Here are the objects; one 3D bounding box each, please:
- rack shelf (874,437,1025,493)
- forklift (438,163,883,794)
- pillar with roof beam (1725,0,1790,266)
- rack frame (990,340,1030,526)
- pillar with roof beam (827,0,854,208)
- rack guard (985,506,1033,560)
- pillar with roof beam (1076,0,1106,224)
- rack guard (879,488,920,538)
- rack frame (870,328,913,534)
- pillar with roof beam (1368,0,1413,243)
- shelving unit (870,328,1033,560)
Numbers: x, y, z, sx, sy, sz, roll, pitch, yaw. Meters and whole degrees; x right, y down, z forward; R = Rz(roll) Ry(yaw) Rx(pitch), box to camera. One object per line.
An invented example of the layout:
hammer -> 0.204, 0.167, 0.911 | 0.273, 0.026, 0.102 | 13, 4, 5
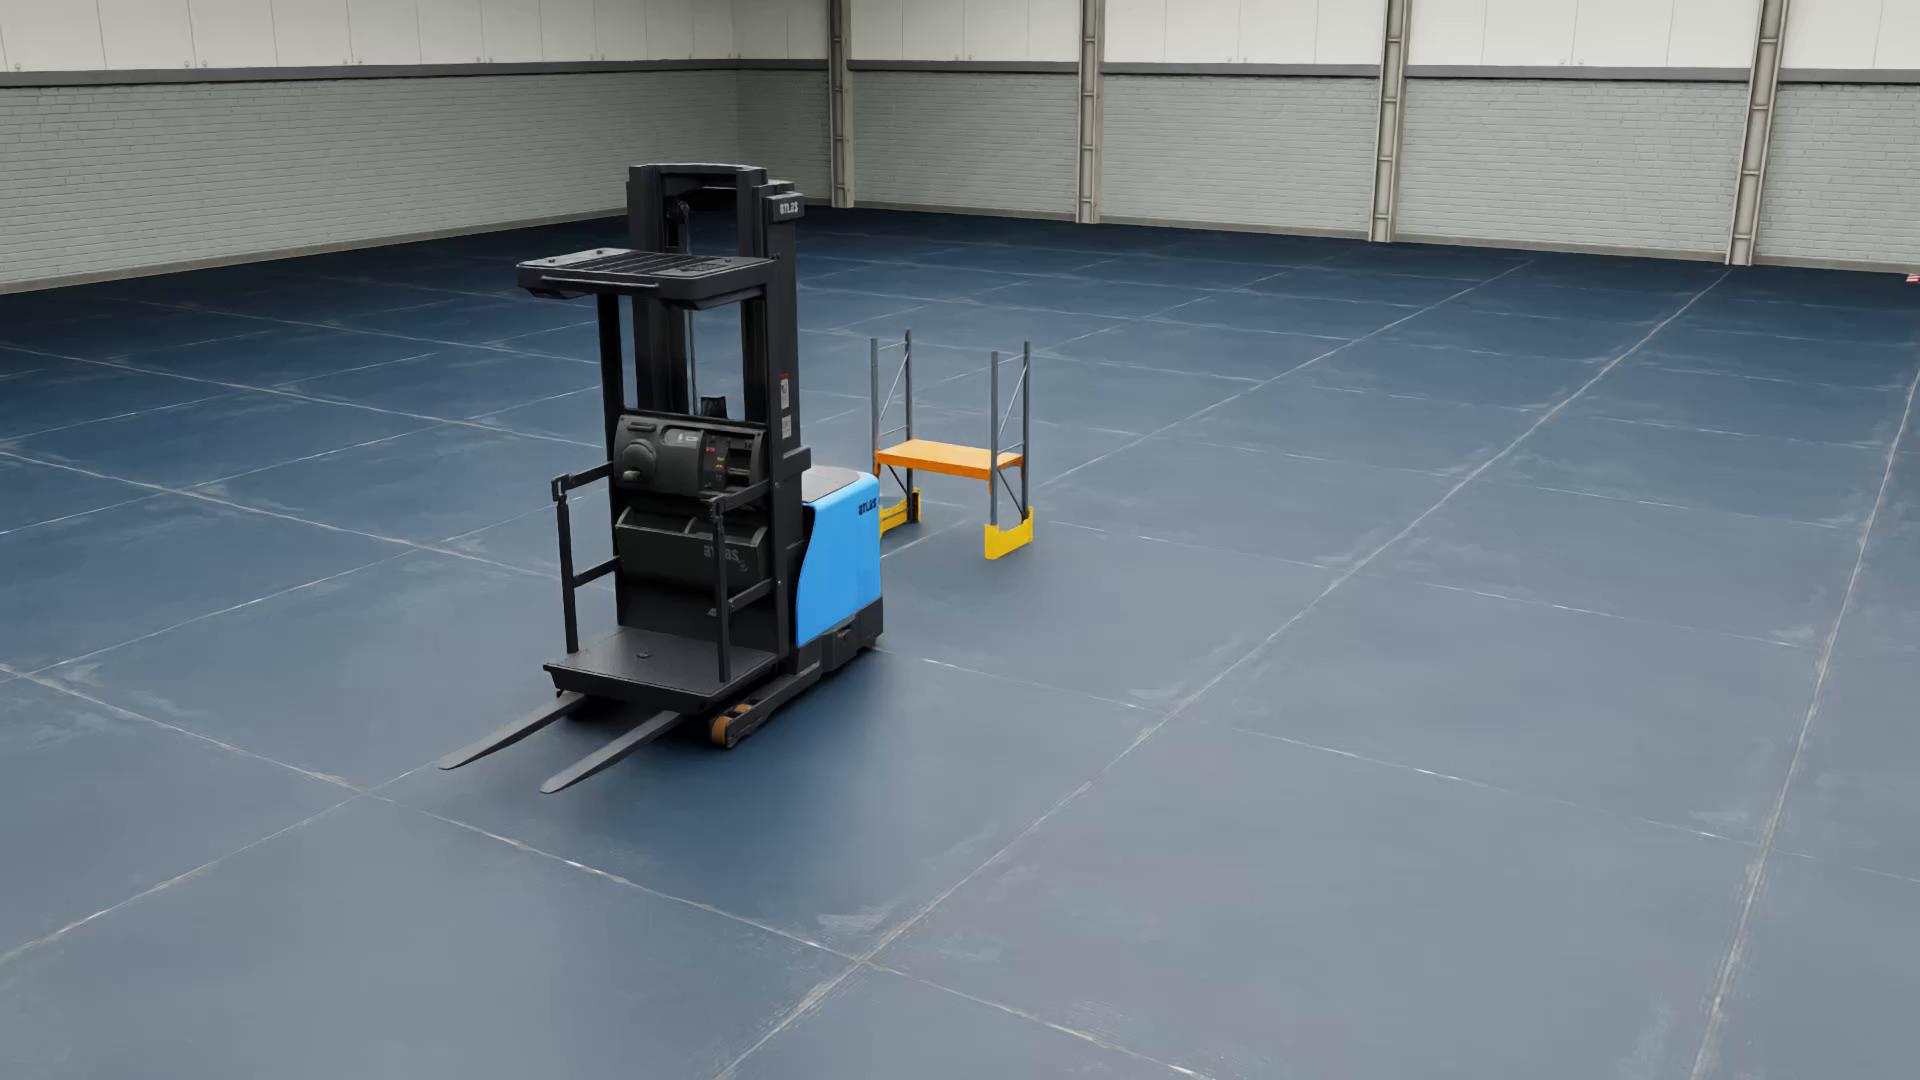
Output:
rack shelf -> -0.073, -0.558, 12.258 | 1.000, 0.185, 0.538 | 10, 20, 30
forklift -> -1.563, -0.450, 8.820 | 1.130, 2.935, 3.031 | 8, 19, 24
pillar with roof beam -> 10.534, -7.767, 22.468 | 0.400, 9.000, 9.100 | 10, 20, 30
rack frame -> 0.360, -0.653, 11.951 | 0.032, 1.500, 0.500 | 10, 20, 30
pillar with roof beam -> -4.804, -10.505, 31.481 | 0.400, 9.000, 9.100 | 10, 20, 30
rack guard -> 0.359, -0.055, 12.134 | 0.087, 0.250, 0.587 | 10, 20, 30
pillar with roof beam -> 0.309, -9.592, 28.477 | 0.400, 9.000, 9.100 | 10, 20, 30
rack guard -> -0.489, -0.207, 12.632 | 0.087, 0.250, 0.587 | 10, 20, 30
rack frame -> -0.506, -0.808, 12.460 | 0.032, 1.500, 0.500 | 10, 20, 30
pillar with roof beam -> 5.422, -8.679, 25.472 | 0.400, 9.000, 9.100 | 10, 20, 30
shelving unit -> -0.065, -0.729, 12.201 | 1.083, 1.500, 0.587 | 10, 20, 30
